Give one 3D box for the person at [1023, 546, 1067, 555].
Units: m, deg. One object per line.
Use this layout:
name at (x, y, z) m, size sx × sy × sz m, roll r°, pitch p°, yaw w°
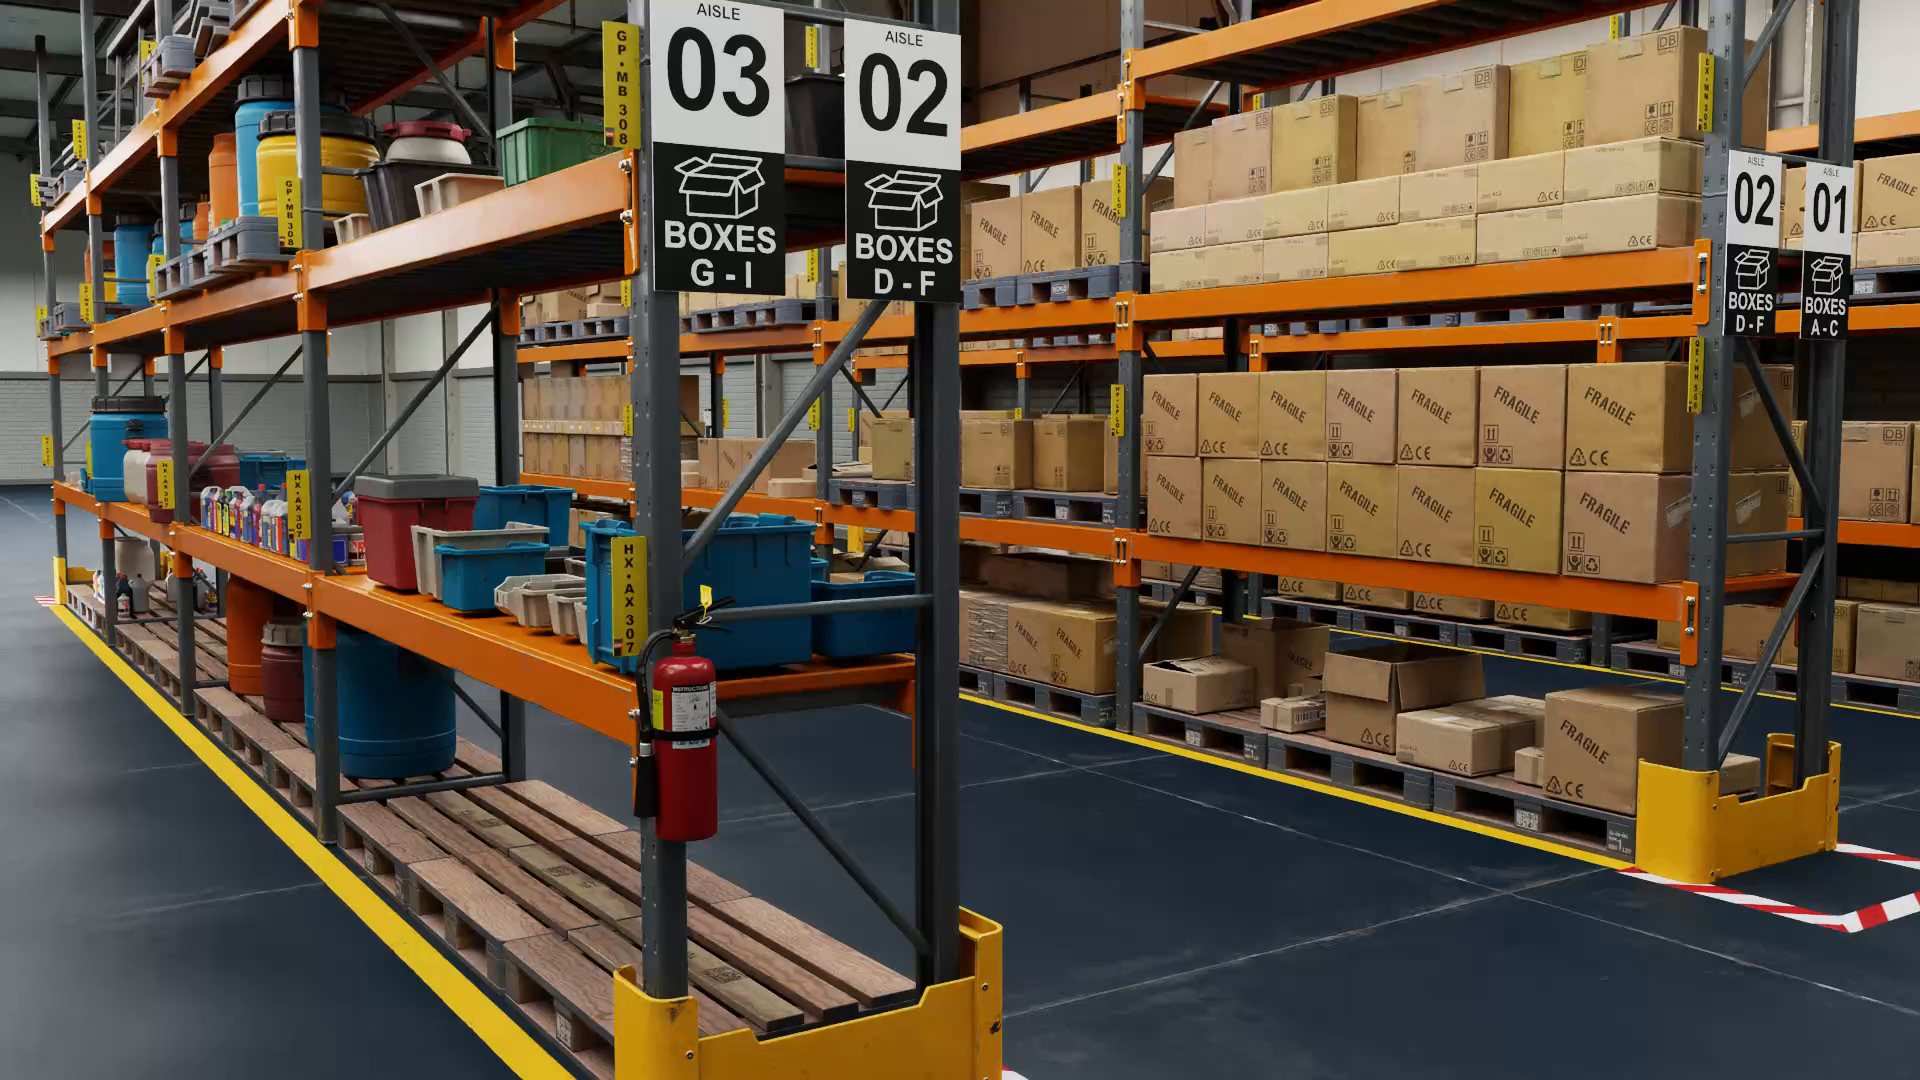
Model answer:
person at (0.845, -0.013, 15.457) m, size 0.555 × 1.769 × 0.529 m, roll -3°, pitch 5°, yaw -33°
